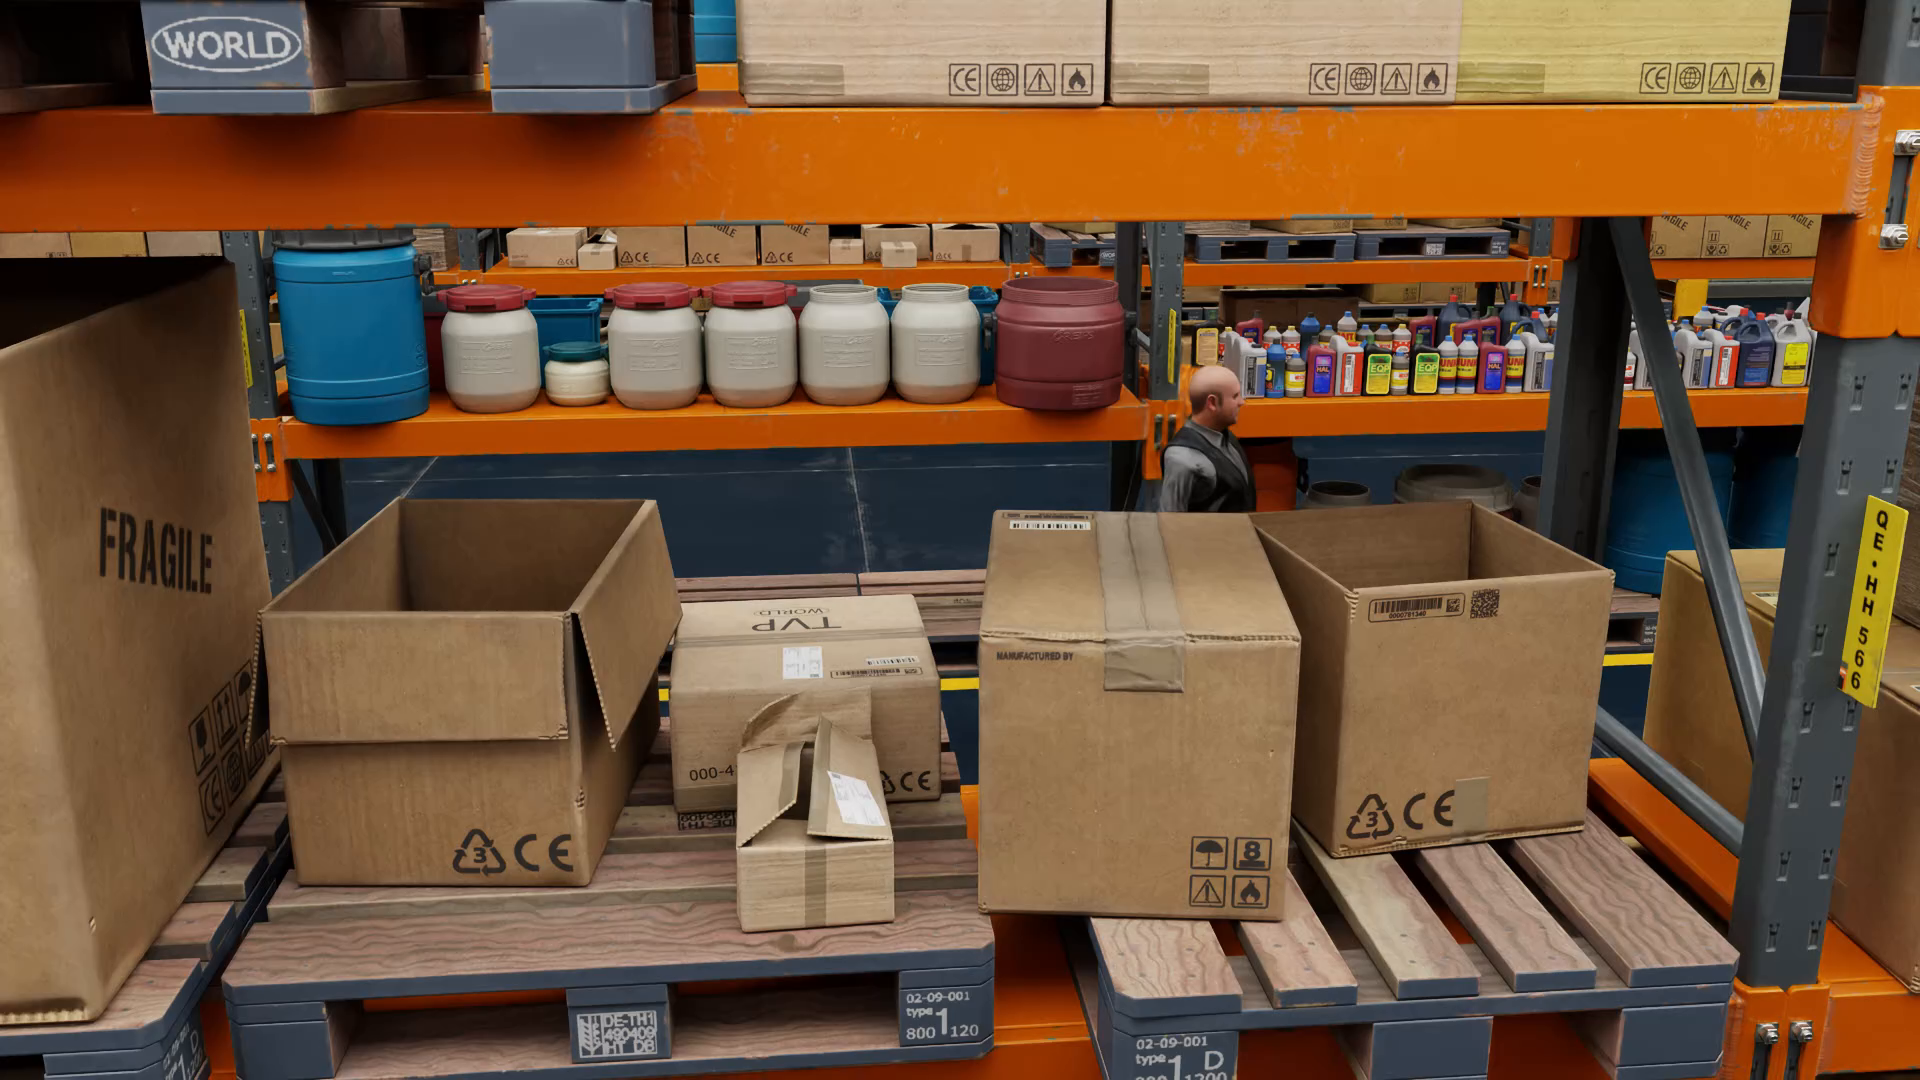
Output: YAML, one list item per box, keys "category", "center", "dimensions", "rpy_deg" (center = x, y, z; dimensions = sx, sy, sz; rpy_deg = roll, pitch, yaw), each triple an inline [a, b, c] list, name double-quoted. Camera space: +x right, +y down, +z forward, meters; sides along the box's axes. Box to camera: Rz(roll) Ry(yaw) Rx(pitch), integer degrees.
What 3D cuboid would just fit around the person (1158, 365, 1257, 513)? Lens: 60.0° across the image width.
- category: "person"
  center: [1.092, 0.135, 6.625]
  dimensions: [0.967, 1.671, 0.566]
  rpy_deg: [7, 18, 21]
